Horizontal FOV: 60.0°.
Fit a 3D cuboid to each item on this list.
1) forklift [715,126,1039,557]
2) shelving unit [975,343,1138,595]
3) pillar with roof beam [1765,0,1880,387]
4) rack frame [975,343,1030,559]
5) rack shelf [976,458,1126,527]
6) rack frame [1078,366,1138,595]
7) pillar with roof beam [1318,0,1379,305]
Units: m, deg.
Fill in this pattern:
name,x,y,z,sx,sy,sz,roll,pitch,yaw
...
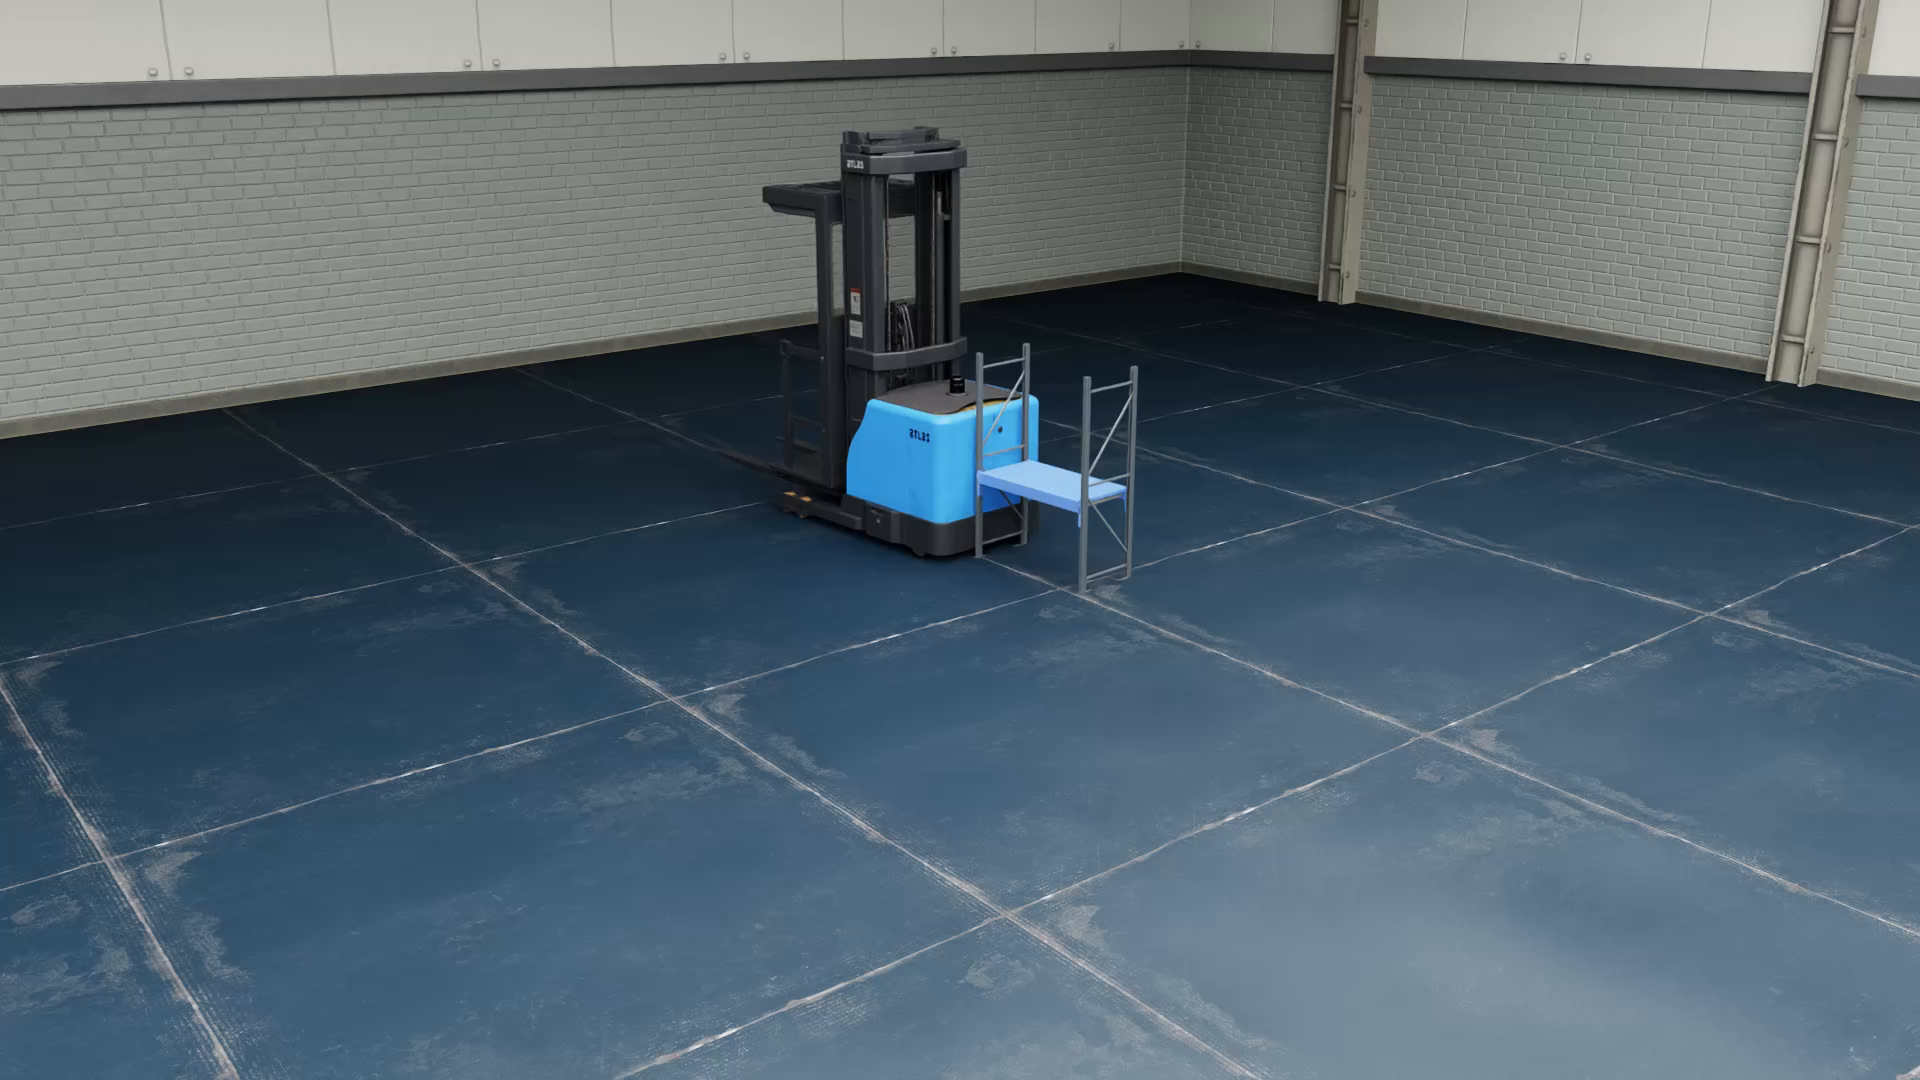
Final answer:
name,x,y,z,sx,sy,sz,roll,pitch,yaw
forklift,-0.780,-1.656,12.701,1.130,2.935,3.031,-16,24,-40
shelving unit,0.648,-0.512,11.524,0.538,1.500,1.048,-16,24,-40
pillar with roof beam,5.296,-5.085,13.404,9.100,9.000,0.400,-14,23,-36
rack frame,0.302,-0.630,11.878,0.500,1.500,0.032,-16,24,-40
rack shelf,0.648,-0.342,11.580,0.538,0.185,1.000,-16,24,-40
rack frame,0.994,-0.395,11.170,0.500,1.500,0.032,-16,24,-40
pillar with roof beam,1.570,-6.564,17.869,9.100,9.000,0.400,-14,23,-36
